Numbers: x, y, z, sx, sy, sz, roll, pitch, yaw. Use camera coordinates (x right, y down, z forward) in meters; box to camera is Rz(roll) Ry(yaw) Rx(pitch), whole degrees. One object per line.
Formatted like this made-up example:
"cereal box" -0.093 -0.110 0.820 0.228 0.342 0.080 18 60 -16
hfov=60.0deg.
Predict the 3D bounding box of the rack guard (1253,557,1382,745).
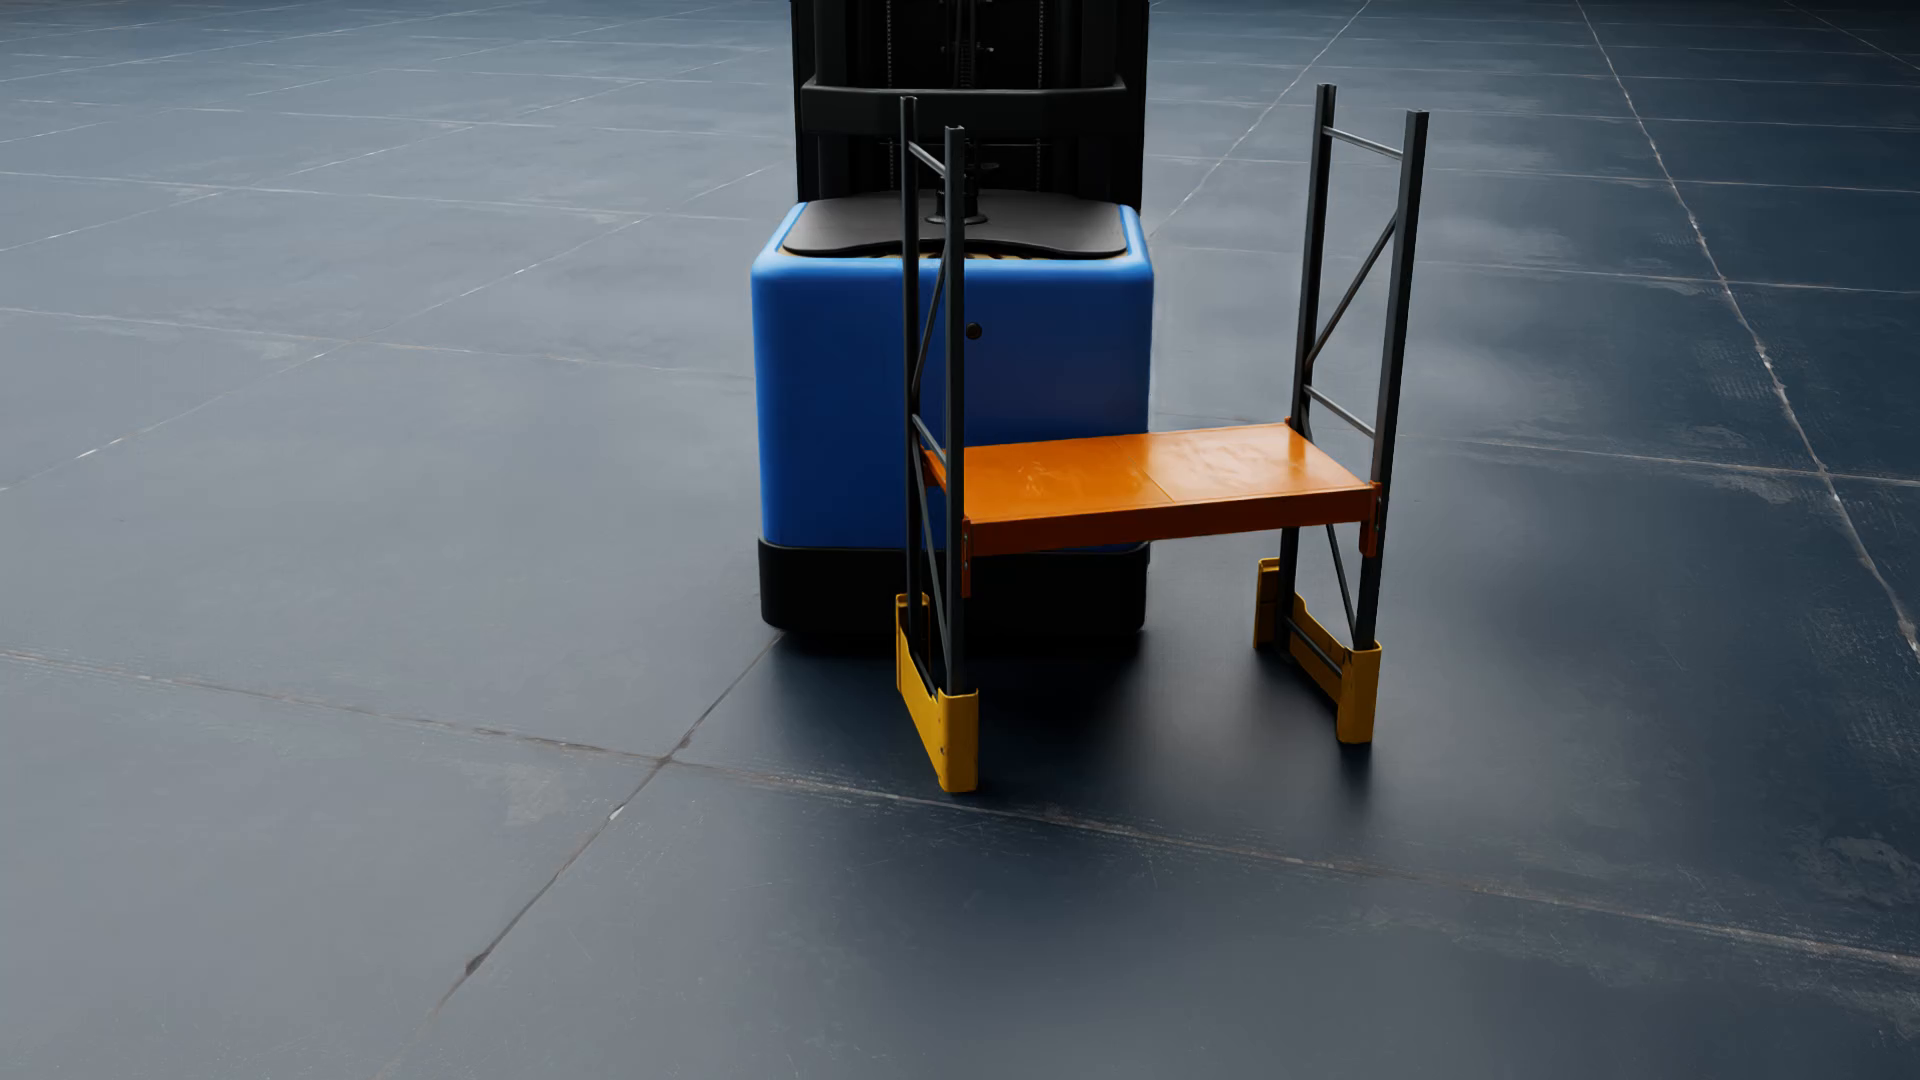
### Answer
"rack guard" 0.907 0.273 4.275 0.087 0.250 0.587 -5 23 -12

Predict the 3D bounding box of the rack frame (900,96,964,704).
"rack frame" -0.063 -0.218 3.824 0.032 1.500 0.500 -5 23 -12

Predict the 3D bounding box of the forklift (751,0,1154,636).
"forklift" 0.041 -1.612 5.337 1.130 2.935 3.031 1 22 2

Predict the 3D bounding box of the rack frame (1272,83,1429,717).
"rack frame" 0.926 -0.307 4.042 0.032 1.500 0.500 -5 23 -12

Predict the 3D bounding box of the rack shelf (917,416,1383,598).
"rack shelf" 0.432 -0.096 4.001 1.000 0.185 0.538 -5 23 -12

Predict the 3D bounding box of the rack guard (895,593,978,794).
"rack guard" -0.062 0.361 4.061 0.087 0.250 0.587 -5 23 -12

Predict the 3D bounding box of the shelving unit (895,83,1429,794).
"shelving unit" 0.423 -0.261 3.931 1.083 1.500 0.587 -5 23 -12
